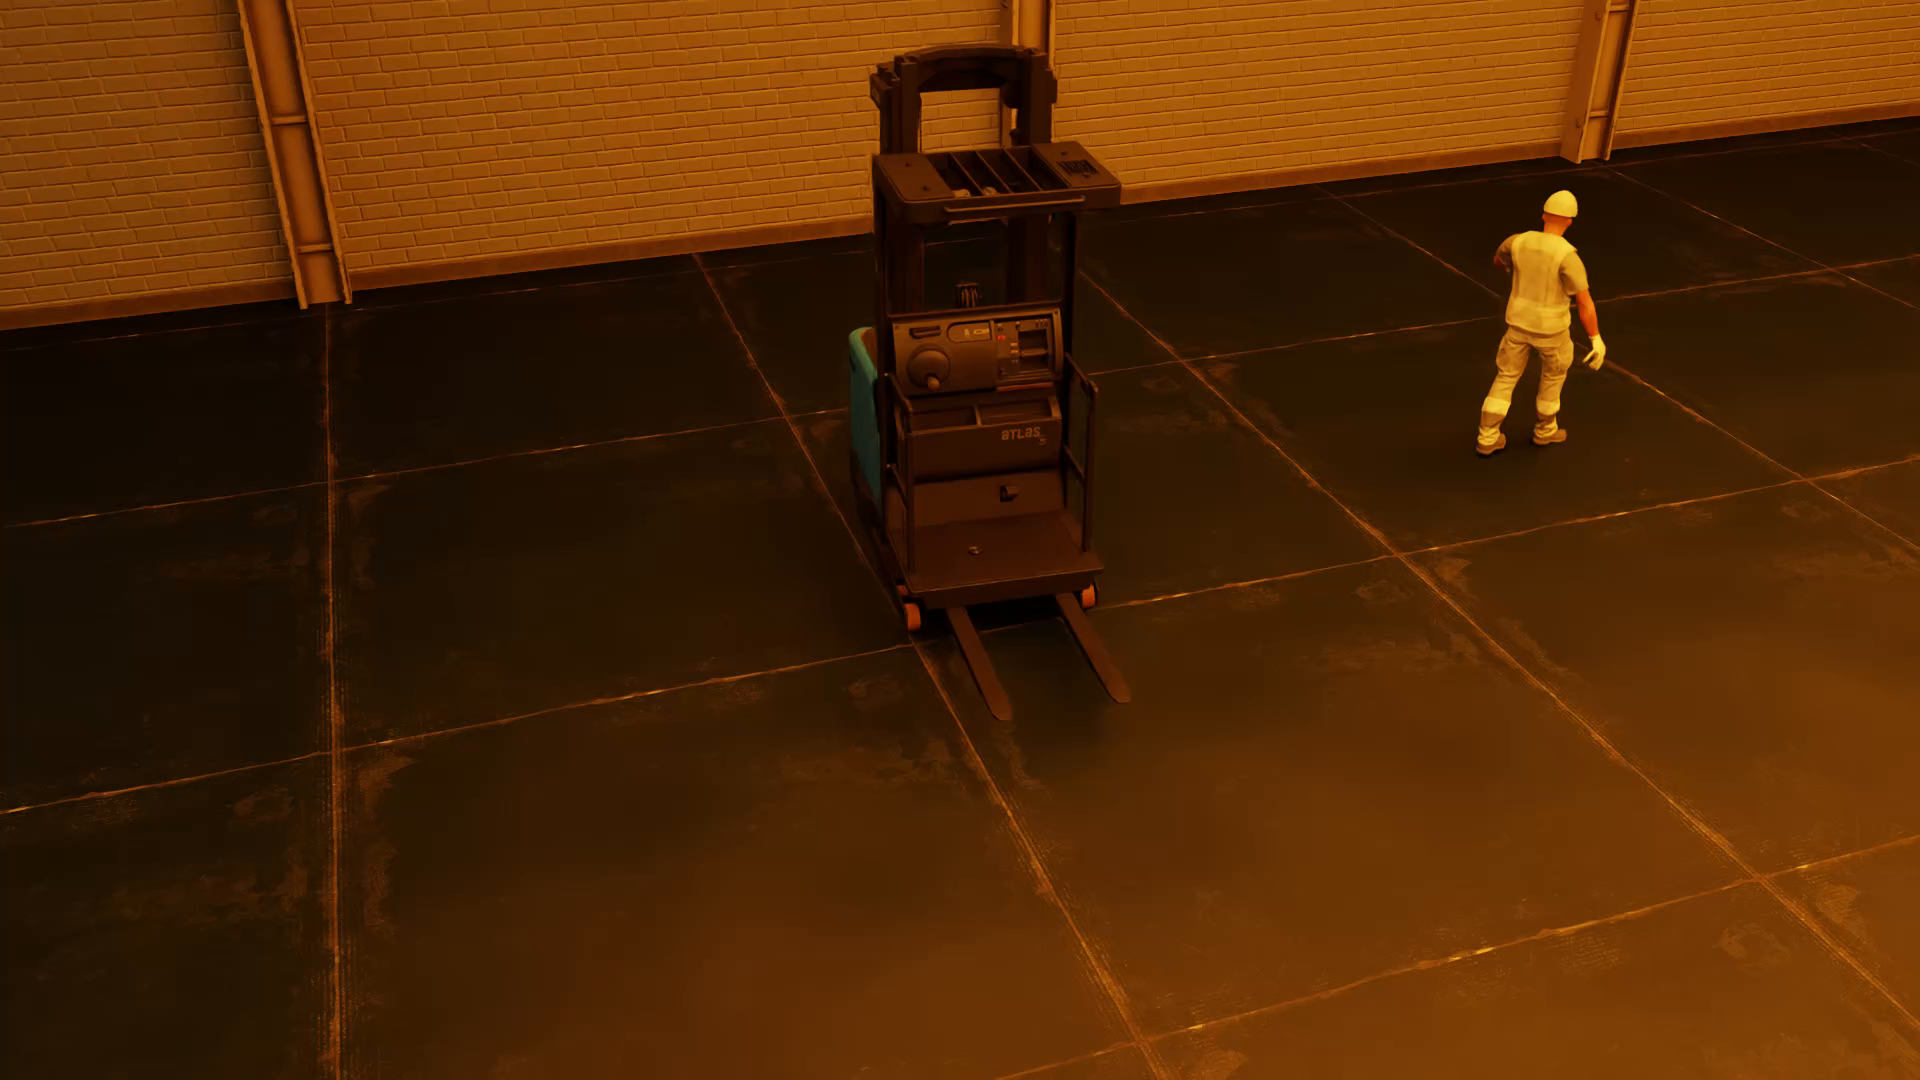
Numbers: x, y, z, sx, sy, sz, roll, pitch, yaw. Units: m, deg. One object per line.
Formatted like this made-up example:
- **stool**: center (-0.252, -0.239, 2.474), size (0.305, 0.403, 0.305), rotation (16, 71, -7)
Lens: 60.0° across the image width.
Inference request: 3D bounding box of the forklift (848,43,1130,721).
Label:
- **forklift**: center (0.152, -0.975, 8.782), size (1.130, 2.935, 3.031), rotation (-7, 31, -12)

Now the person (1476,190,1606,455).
- **person**: center (3.775, -1.388, 10.692), size (0.752, 1.763, 1.001), rotation (-26, 39, -37)
